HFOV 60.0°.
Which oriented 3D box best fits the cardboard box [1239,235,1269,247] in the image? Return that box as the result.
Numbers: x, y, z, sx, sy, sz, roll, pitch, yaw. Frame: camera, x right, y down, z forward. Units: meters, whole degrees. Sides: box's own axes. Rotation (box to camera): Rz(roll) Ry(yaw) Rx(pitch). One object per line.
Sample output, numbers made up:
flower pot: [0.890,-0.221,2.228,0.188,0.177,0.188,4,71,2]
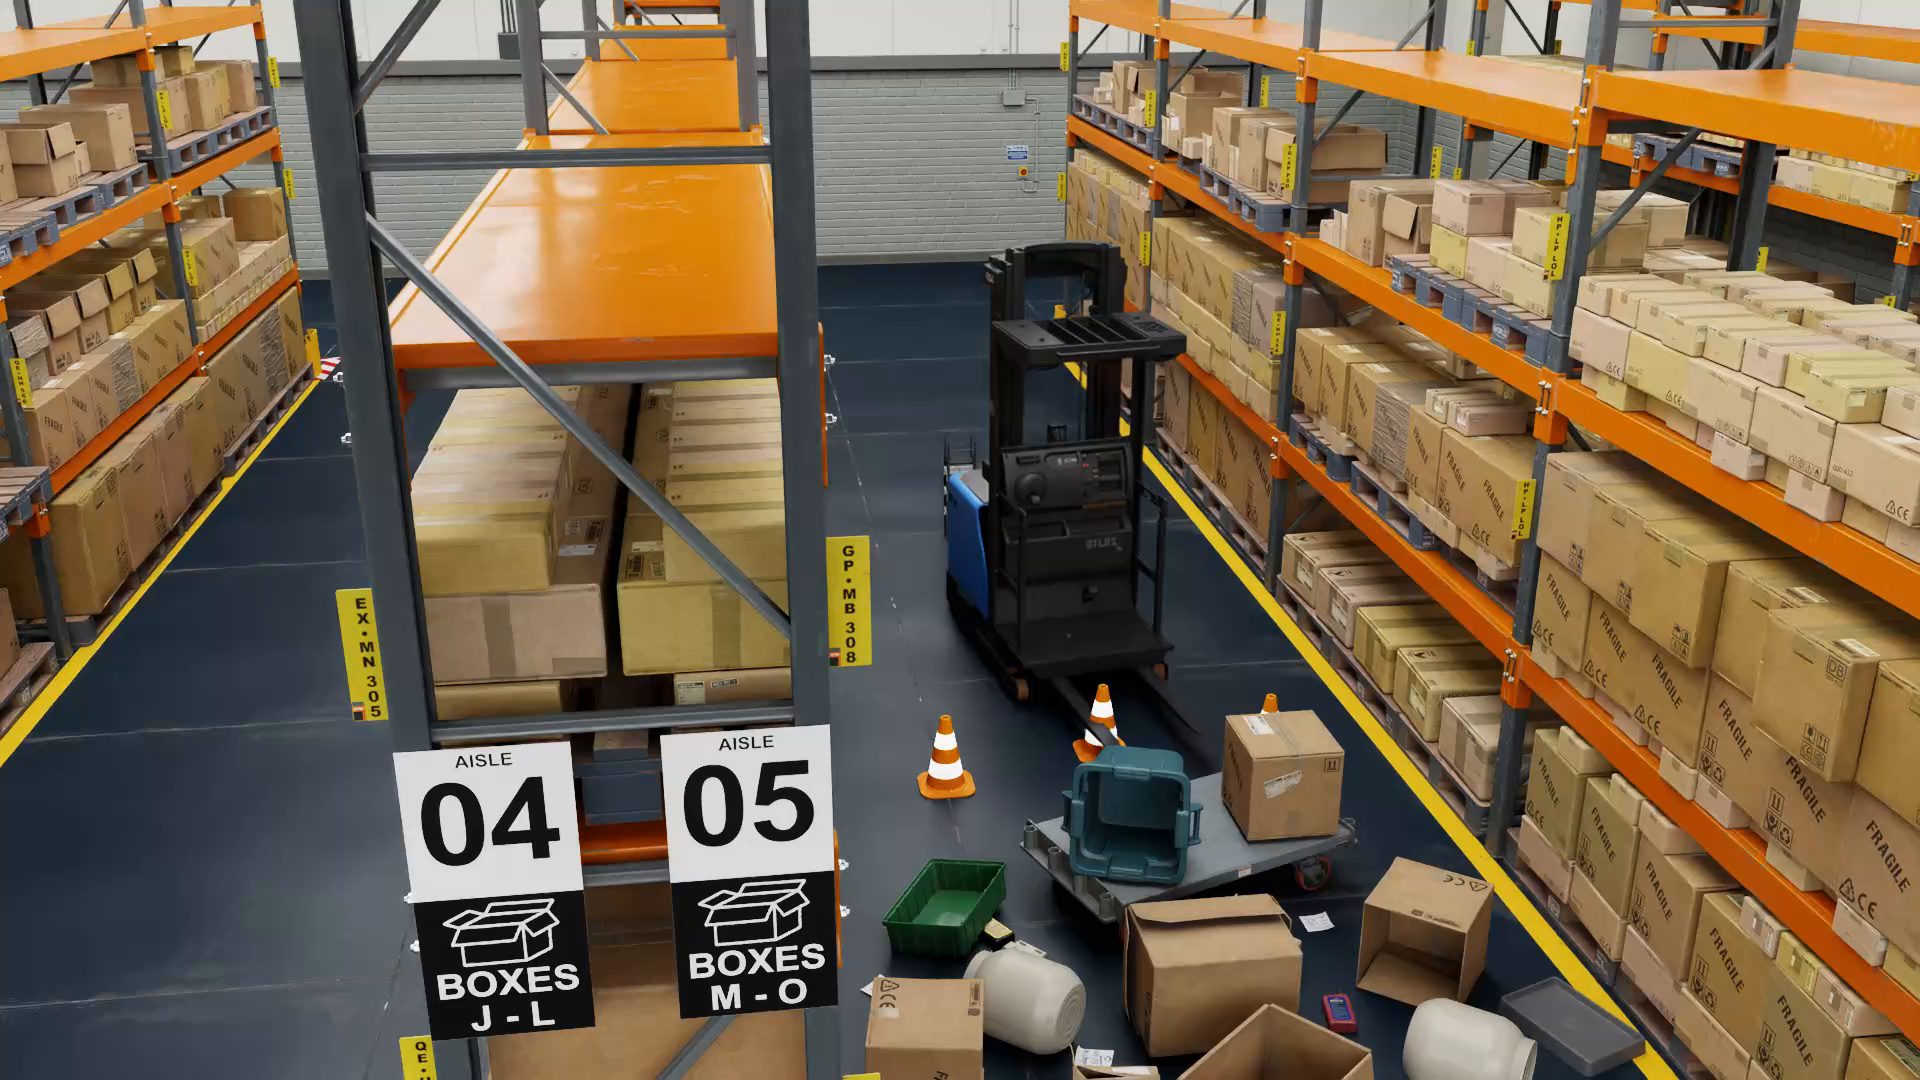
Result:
cardboard box: [2.793,-2.434,14.874,0.500,0.500,0.500,-2,21,-6]

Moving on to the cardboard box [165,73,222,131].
cardboard box: [-7.642,-4.255,16.147,0.700,0.500,0.500,-2,21,-5]

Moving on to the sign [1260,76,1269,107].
sign: [2.880,-4.242,15.810,0.100,0.325,0.005,-3,21,-8]

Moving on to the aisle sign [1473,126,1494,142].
aisle sign: [6.379,-5.279,20.349,0.394,0.787,0.004,-3,21,-8]

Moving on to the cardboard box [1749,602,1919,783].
cardboard box: [3.544,0.571,6.403,0.700,0.500,0.500,-3,21,-8]

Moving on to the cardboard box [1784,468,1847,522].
cardboard box: [3.481,-0.188,6.504,0.380,0.149,0.250,-3,21,-8]

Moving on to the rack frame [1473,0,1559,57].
rack frame: [6.679,-6.863,19.731,1.000,3.000,0.127,-3,21,-8]

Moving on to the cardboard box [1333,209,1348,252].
cardboard box: [2.835,-2.168,11.637,0.396,0.266,0.258,-3,21,-8]

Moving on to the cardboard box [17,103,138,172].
cardboard box: [-7.368,-3.365,13.908,0.700,0.500,0.500,-2,21,-6]

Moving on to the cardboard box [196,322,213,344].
cardboard box: [-7.175,-1.918,15.423,0.380,0.149,0.250,-3,21,-8]

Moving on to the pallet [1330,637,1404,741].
pallet: [3.205,0.967,11.325,1.003,0.211,1.213,-3,21,-8]

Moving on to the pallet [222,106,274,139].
pallet: [-7.921,-4.409,17.573,1.003,0.211,1.213,-3,21,-8]

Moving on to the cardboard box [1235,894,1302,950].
cardboard box: [1.491,2.025,8.416,0.396,0.266,0.258,17,27,39]

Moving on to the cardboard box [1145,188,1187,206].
cardboard box: [2.055,-3.423,16.594,0.380,0.149,0.250,-2,21,-6]

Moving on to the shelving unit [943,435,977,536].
shelving unit: [-0.001,-0.424,14.066,0.258,0.900,0.210,-3,21,-8]

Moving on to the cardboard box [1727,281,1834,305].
cardboard box: [3.873,-1.123,7.867,0.380,0.149,0.250,-3,21,-9]

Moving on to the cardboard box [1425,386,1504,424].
cardboard box: [3.033,-0.813,10.011,0.380,0.149,0.250,-4,21,-10]

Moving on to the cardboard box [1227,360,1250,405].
cardboard box: [2.502,-1.299,13.622,0.500,0.250,0.500,-3,21,-7]

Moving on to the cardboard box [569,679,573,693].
cardboard box: [-1.228,0.307,4.437,0.380,0.149,0.250,-3,21,-7]

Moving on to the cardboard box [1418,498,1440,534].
cardboard box: [3.017,-0.157,10.109,0.380,0.149,0.250,-3,21,-7]

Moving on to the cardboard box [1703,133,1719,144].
cardboard box: [7.055,-3.722,15.223,0.380,0.149,0.250,-3,21,-8]

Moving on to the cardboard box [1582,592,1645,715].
cardboard box: [3.381,0.506,8.005,0.500,0.500,0.500,-3,21,-8]

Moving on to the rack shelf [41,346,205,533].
rack shelf: [-7.174,-0.887,13.332,1.077,0.370,4.000,-3,21,-8]

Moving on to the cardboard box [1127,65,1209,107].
cardboard box: [2.118,-4.579,17.010,0.797,0.503,0.637,-1,21,-4]

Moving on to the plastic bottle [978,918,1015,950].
plastic bottle: [0.147,2.034,8.682,0.133,0.061,0.283,-15,25,-35]

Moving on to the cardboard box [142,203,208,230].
cardboard box: [-8.084,-3.190,17.187,0.500,0.500,0.500,-3,21,-9]

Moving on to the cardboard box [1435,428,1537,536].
cardboard box: [3.131,-0.349,9.696,0.500,0.500,0.500,-3,21,-7]

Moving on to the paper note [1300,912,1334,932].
paper note: [1.886,2.014,8.780,0.148,0.019,0.142,-3,21,-8]

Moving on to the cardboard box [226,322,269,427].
cardboard box: [-7.608,-1.662,16.815,0.875,0.875,0.875,-3,21,-8]

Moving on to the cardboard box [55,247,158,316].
cardboard box: [-7.362,-2.213,14.276,0.797,0.503,0.637,-3,21,-9]

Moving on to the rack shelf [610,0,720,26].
rack shelf: [-2.827,-5.296,16.567,1.077,0.370,4.000,-3,21,-8]

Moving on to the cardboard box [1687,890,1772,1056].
cardboard box: [3.557,1.859,7.210,0.500,0.500,0.500,-3,21,-9]

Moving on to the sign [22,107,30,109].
sign: [-8.011,-3.572,14.355,0.100,0.325,0.005,-3,21,-8]

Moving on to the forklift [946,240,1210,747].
forklift: [0.805,-0.429,11.177,1.130,2.935,3.031,-6,21,-16]

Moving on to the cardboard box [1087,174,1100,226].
cardboard box: [1.719,-3.780,18.476,0.500,0.500,0.500,-3,21,-8]

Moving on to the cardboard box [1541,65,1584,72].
cardboard box: [6.719,-5.069,18.288,0.500,0.250,0.500,-2,21,-6]

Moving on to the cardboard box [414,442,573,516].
cardboard box: [-1.265,-0.156,4.537,0.380,0.149,0.250,-3,21,-7]

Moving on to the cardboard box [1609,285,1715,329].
cardboard box: [3.287,-1.093,7.789,0.380,0.149,0.250,-2,21,-6]

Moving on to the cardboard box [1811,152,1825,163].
cardboard box: [7.447,-3.271,14.044,0.380,0.149,0.250,-3,21,-7]

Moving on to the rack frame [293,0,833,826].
rack frame: [-0.809,-0.787,3.463,1.000,3.000,0.127,-3,21,-8]

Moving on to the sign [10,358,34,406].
sign: [-6.350,-1.067,11.245,0.100,0.325,0.005,-3,21,-8]

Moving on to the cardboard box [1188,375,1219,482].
cardboard box: [2.651,-1.095,15.296,0.875,0.875,0.875,-2,21,-6]

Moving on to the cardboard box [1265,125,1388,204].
cardboard box: [2.718,-2.805,12.403,0.797,0.503,0.637,-4,21,-11]

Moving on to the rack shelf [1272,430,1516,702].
rack shelf: [3.210,-0.002,10.962,1.077,0.370,4.000,-3,21,-8]

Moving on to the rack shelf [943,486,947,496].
rack shelf: [-0.001,-0.393,14.078,0.258,0.077,0.200,-3,21,-8]

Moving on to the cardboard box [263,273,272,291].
cardboard box: [-7.513,-2.723,17.580,0.380,0.149,0.250,-3,21,-9]

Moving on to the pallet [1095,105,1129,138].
pallet: [2.065,-4.485,17.777,1.003,0.211,1.213,-3,21,-8]

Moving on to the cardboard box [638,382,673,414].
cardboard box: [-0.844,-0.399,5.756,0.500,0.250,0.500,-3,21,-8]

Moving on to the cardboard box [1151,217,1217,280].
cardboard box: [2.124,-2.765,15.759,0.500,0.500,0.500,-3,21,-7]

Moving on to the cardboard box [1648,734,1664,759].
cardboard box: [3.453,0.950,7.745,0.380,0.149,0.250,-3,21,-8]

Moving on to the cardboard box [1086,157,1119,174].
cardboard box: [1.633,-4.210,18.703,0.380,0.149,0.250,-4,21,-10]

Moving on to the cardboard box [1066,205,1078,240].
cardboard box: [1.553,-3.667,19.605,0.500,0.500,0.500,-3,21,-8]

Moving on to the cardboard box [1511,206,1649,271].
cardboard box: [3.288,-1.607,8.843,0.500,0.250,0.500,-2,21,-7]

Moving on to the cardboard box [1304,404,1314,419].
cardboard box: [2.784,-0.988,12.334,0.380,0.149,0.250,-4,21,-11]

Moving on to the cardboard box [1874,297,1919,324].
cardboard box: [7.913,-1.713,13.771,0.500,0.500,0.500,-2,21,-5]

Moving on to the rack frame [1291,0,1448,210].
rack frame: [2.921,-3.842,11.641,1.000,3.000,0.127,-3,21,-8]

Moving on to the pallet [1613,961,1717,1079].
pallet: [3.809,2.314,7.719,1.003,0.211,1.213,-3,21,-8]

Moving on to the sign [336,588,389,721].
sign: [-1.348,0.263,3.786,0.100,0.325,0.005,-3,21,-8]
